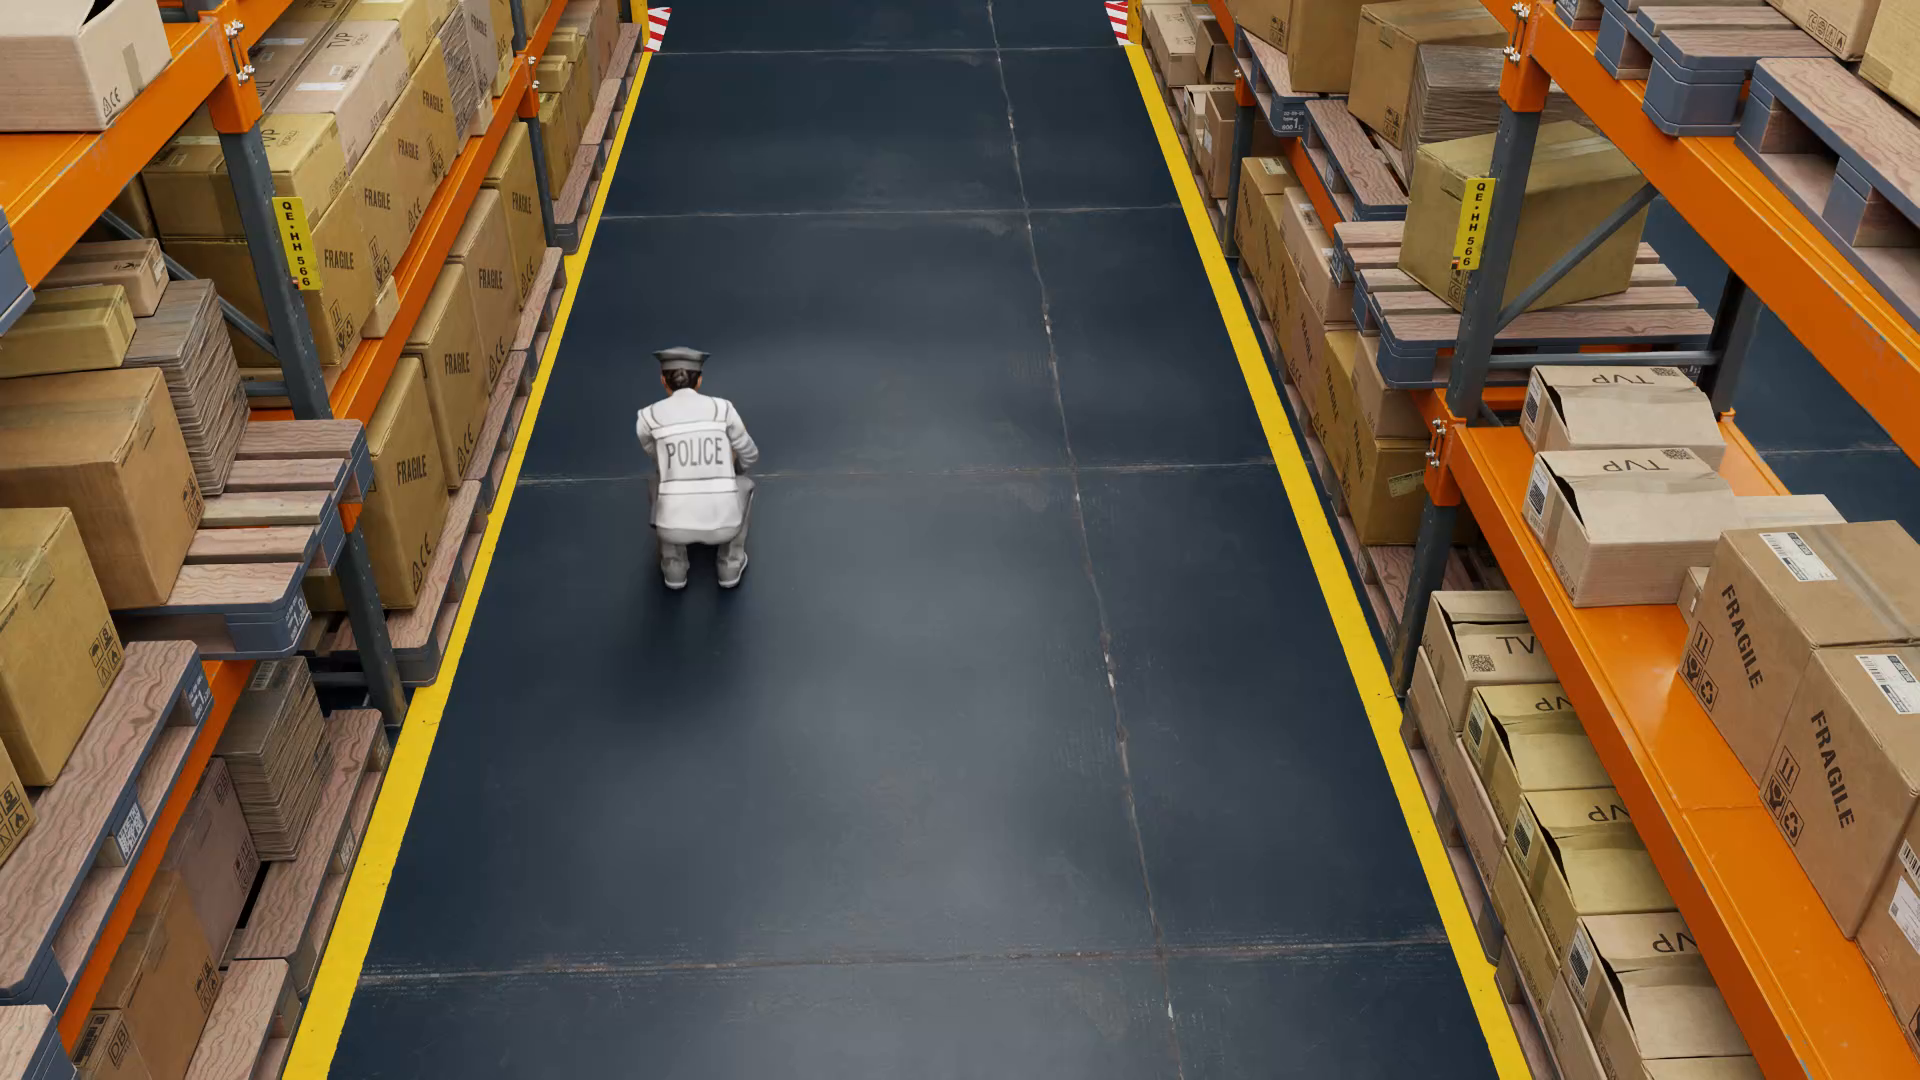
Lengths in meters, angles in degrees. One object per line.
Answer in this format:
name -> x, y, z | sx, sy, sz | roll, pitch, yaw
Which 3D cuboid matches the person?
person -> -1.136, -0.323, 7.223 | 0.500, 0.956, 0.824 | -2, 35, -2
